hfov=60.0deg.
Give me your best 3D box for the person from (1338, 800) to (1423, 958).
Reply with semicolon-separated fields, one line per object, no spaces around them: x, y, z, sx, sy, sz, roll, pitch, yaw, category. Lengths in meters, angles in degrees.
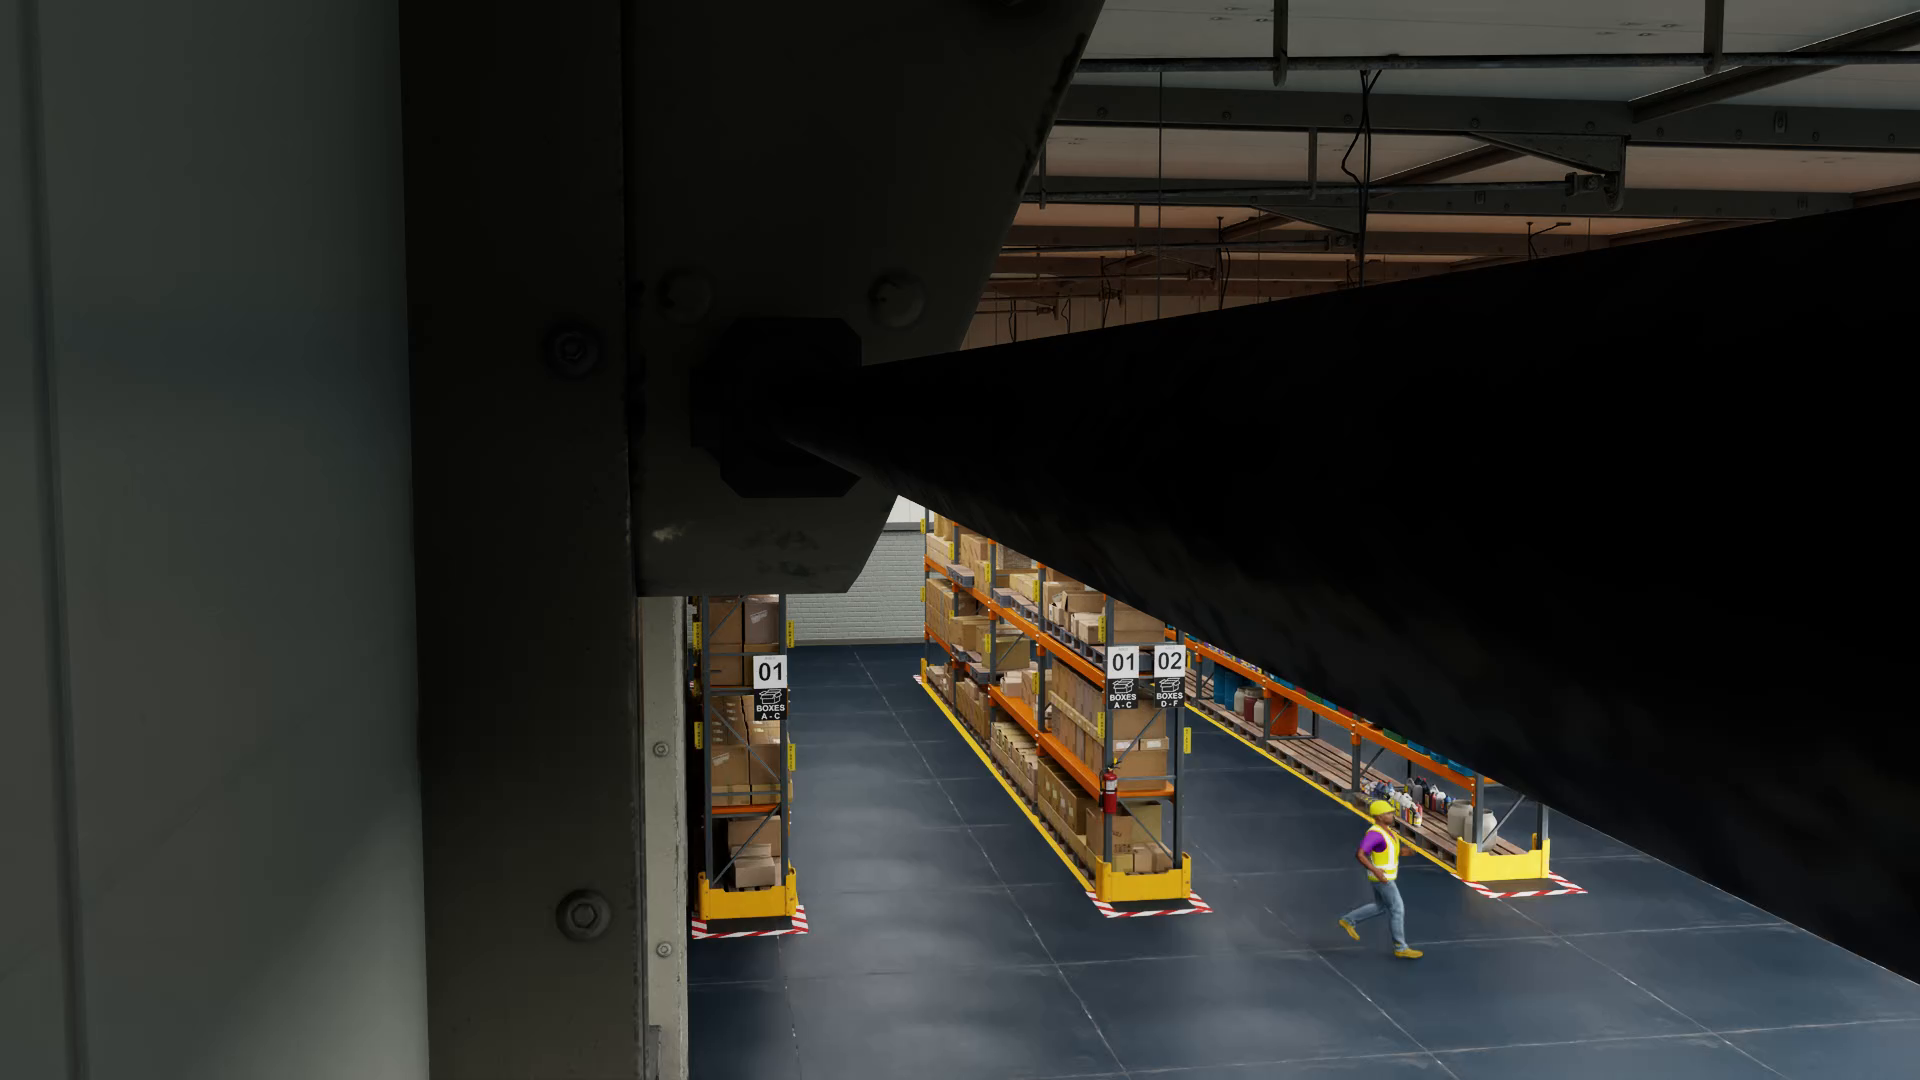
4.750;3.796;18.741;0.955;1.748;0.711;2;5;21;person
